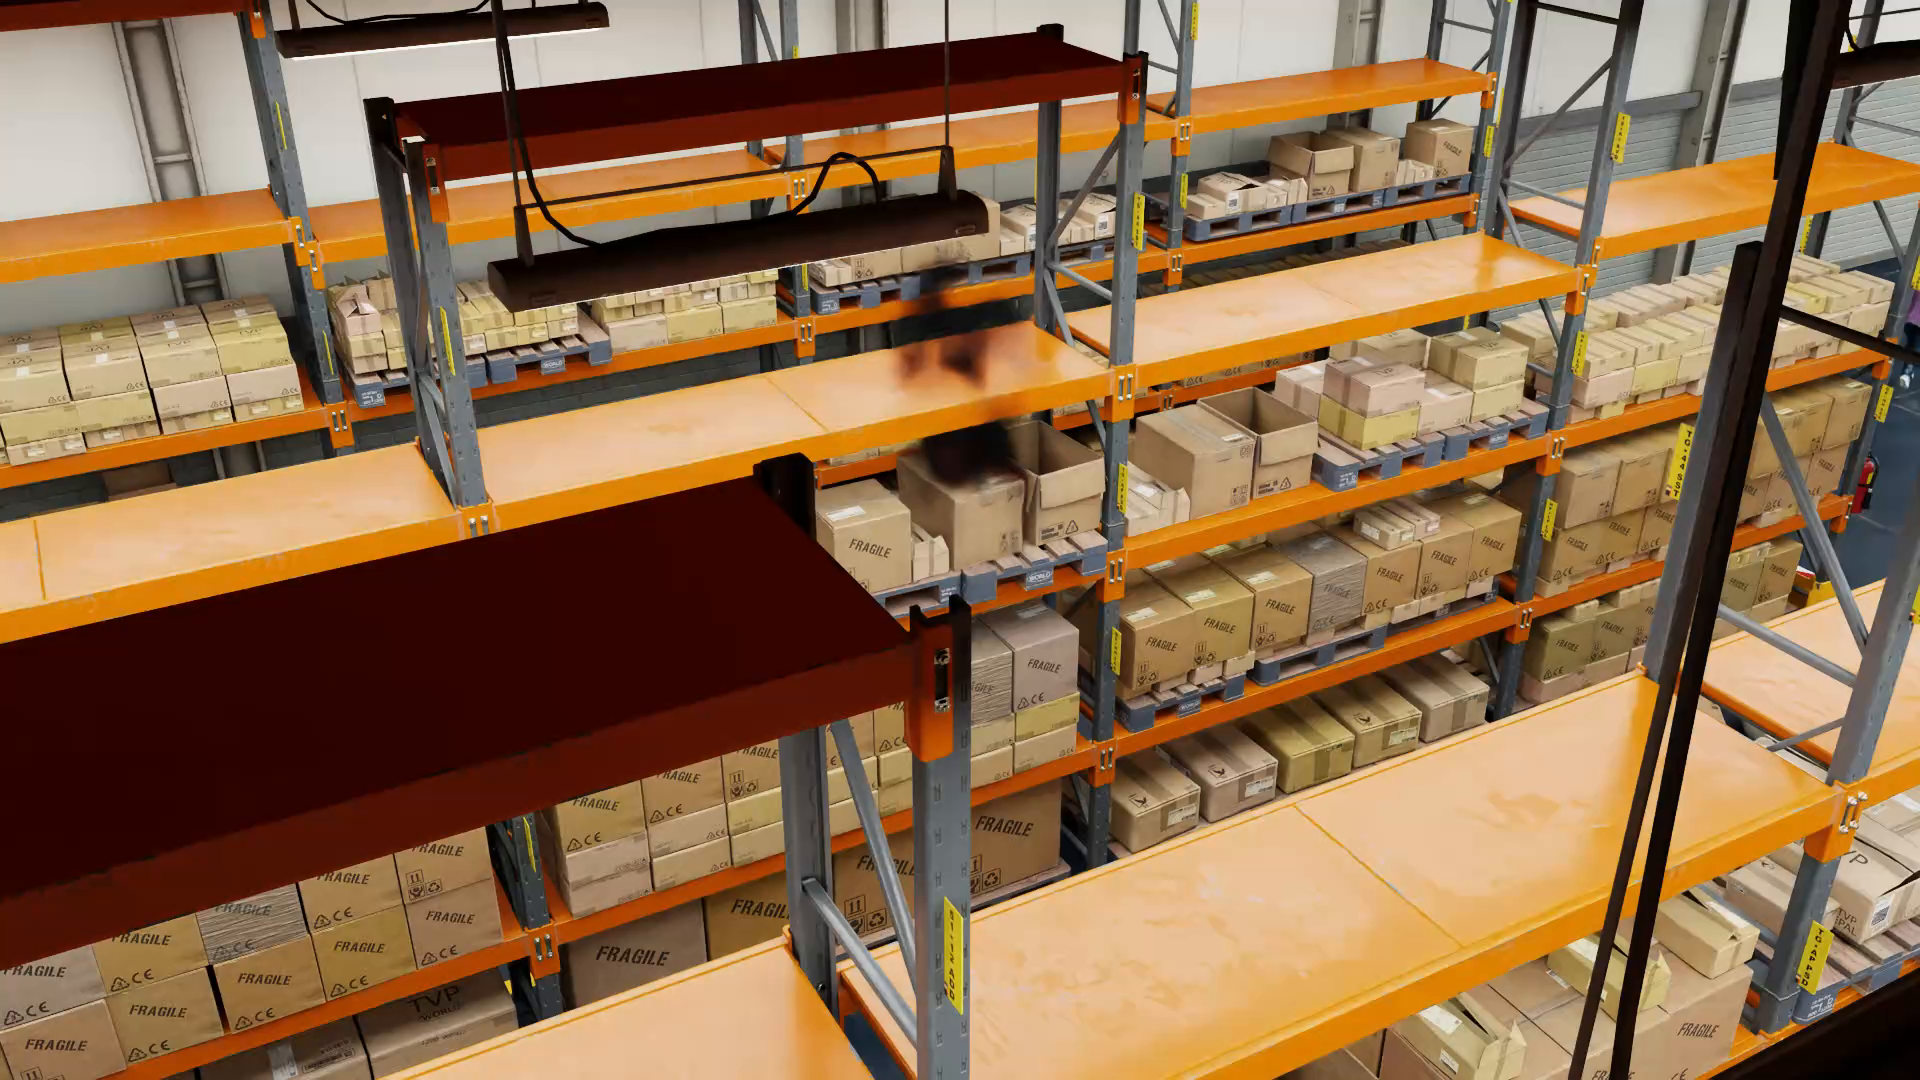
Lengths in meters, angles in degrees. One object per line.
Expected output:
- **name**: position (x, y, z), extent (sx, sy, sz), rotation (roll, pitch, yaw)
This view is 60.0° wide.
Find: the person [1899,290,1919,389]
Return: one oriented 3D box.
- **person**: position (11.618, -2.597, 20.184), extent (0.885, 1.606, 0.550), rotation (-24, 36, -37)
